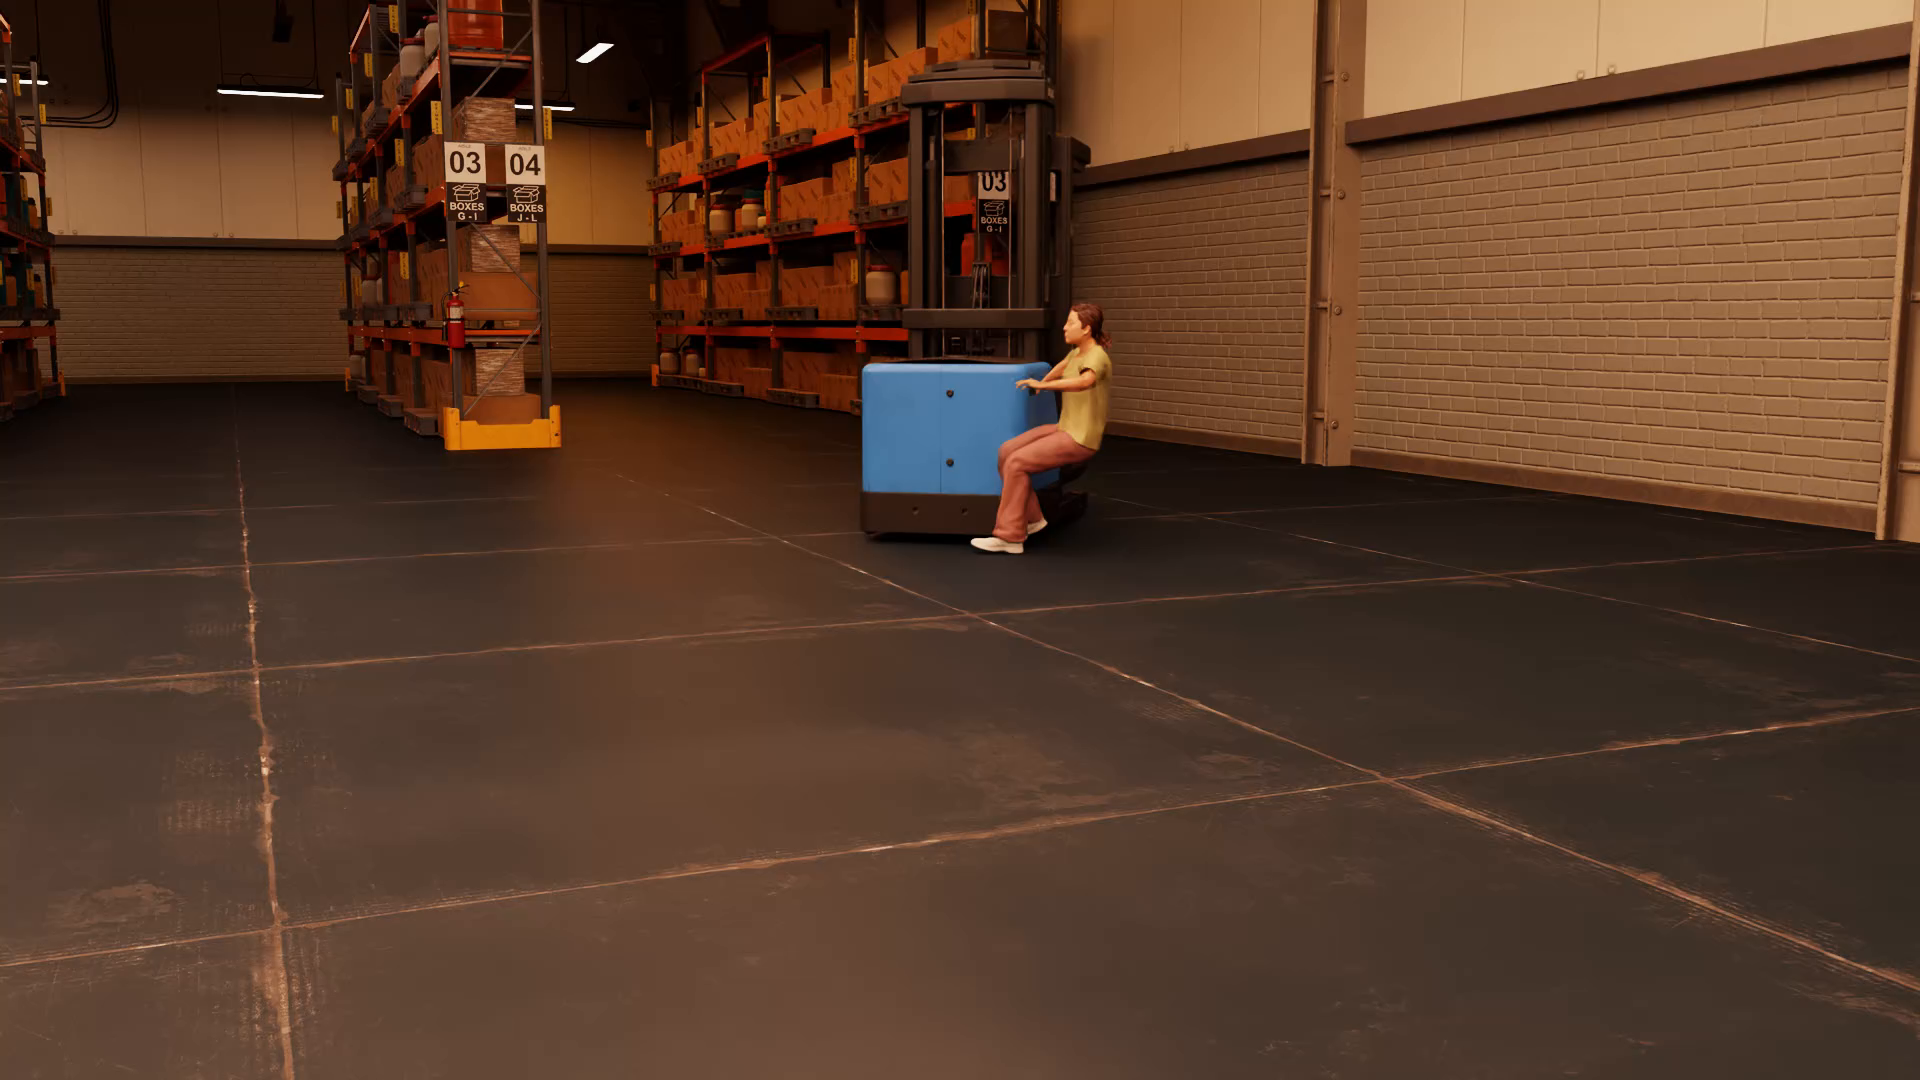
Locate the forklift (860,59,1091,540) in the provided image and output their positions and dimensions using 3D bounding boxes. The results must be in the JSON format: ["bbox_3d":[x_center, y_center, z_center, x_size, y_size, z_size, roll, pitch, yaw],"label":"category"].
[{"bbox_3d":[0.258,-1.609,11.145,1.130,2.935,3.031,2,8,14],"label":"forklift"}]

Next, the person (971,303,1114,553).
[{"bbox_3d":[0.463,-0.650,9.602,0.836,1.428,0.872,-2,8,-17],"label":"person"}]
